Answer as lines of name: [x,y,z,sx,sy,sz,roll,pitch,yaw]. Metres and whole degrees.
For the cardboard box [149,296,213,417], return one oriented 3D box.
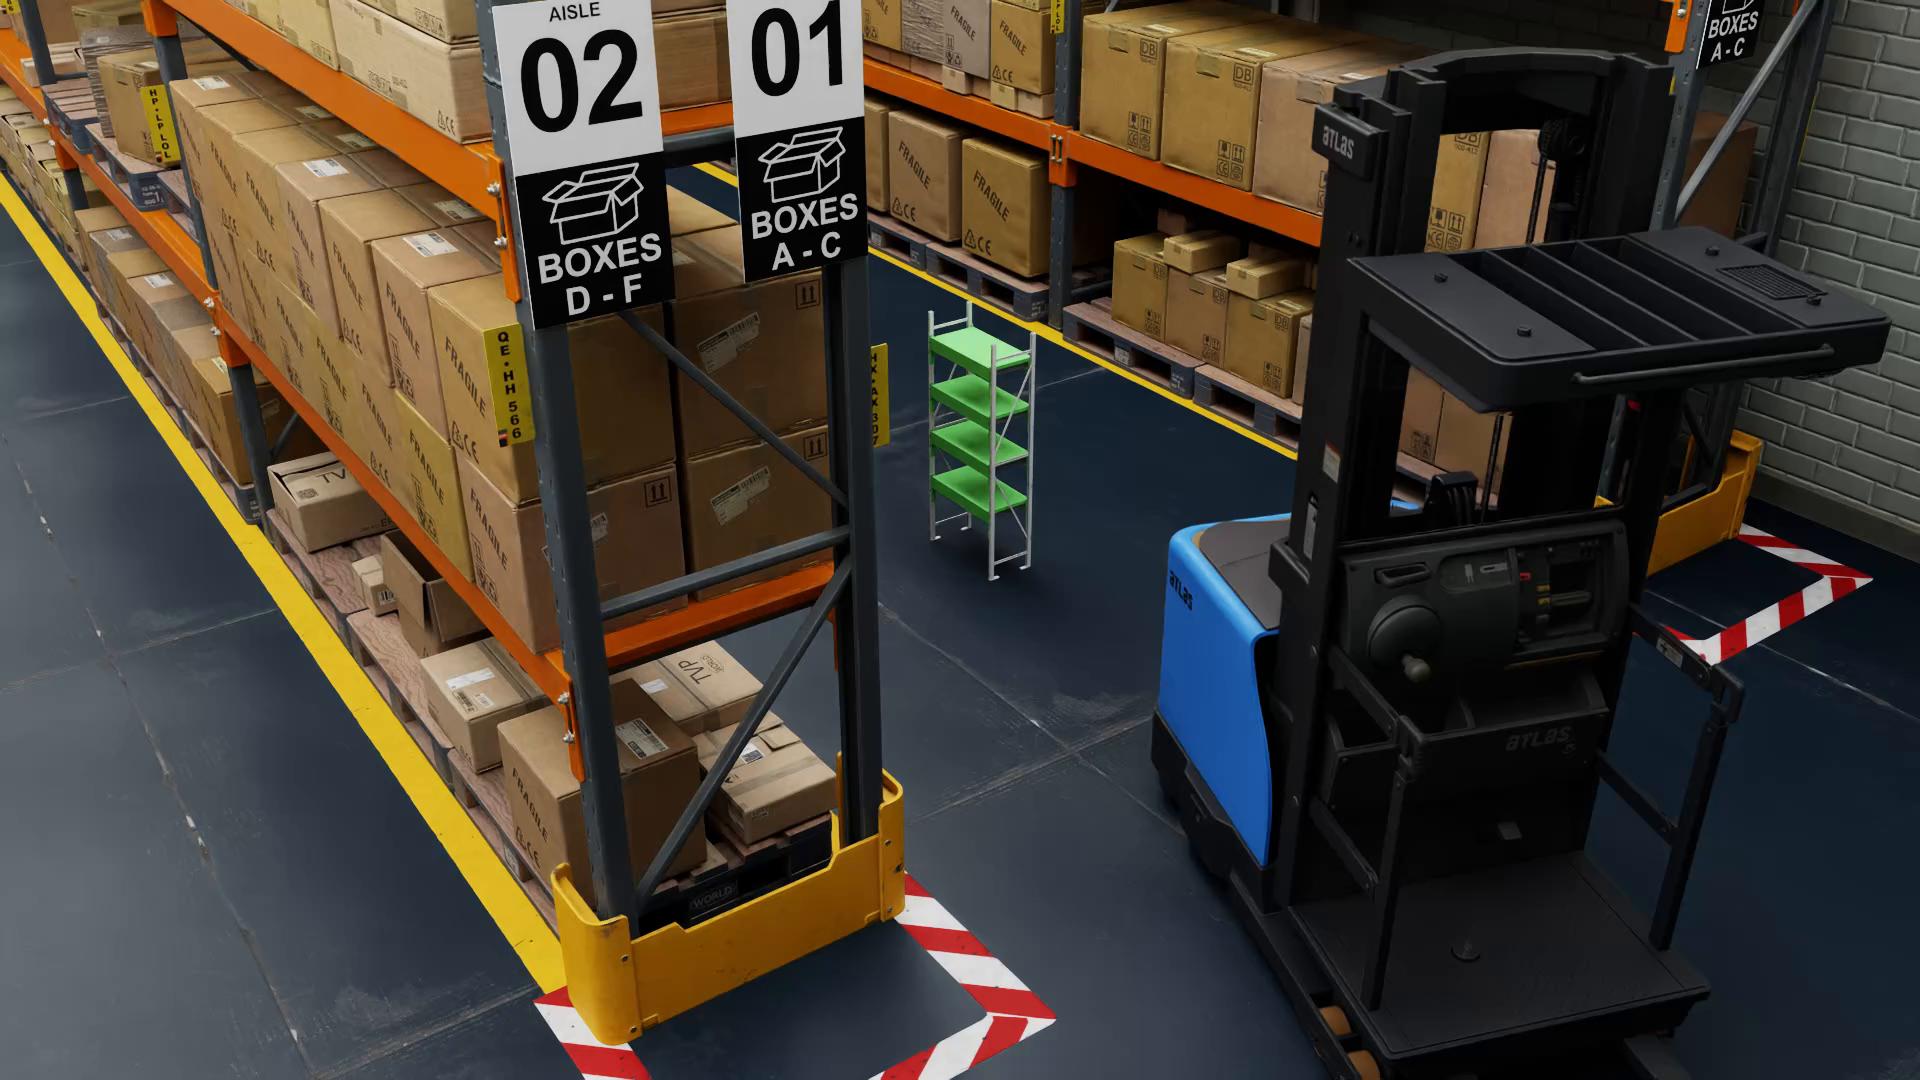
cardboard box: [-4.109,-1.048,9.195,0.500,0.500,0.500,-18,33,-30]

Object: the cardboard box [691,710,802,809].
cardboard box: [-0.807,0.801,6.140,0.380,0.166,0.250,-19,34,-31]

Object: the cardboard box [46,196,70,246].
cardboard box: [-6.145,-2.319,11.817,0.500,0.250,0.500,-19,34,-31]

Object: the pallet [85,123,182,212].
pallet: [-4.208,-2.167,9.298,1.003,0.211,1.213,-19,34,-31]

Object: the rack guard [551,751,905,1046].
rack guard: [-0.743,1.173,5.566,1.175,0.500,0.348,-19,34,-31]

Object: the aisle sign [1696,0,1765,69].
aisle sign: [3.131,-2.300,6.618,0.394,0.787,0.004,-19,34,-31]

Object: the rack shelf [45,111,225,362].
rack shelf: [-4.179,-1.912,9.382,1.077,0.370,4.000,-19,34,-31]

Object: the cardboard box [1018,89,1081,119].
cardboard box: [0.587,-2.775,10.459,0.380,0.149,0.250,-18,34,-30]

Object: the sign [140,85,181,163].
sign: [-3.469,-1.805,7.217,0.100,0.325,0.005,-19,34,-31]

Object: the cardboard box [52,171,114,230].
cardboard box: [-5.844,-2.364,11.314,0.500,0.311,0.500,-18,33,-29]

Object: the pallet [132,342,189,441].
pallet: [-4.234,-1.006,9.881,1.003,0.211,1.213,-19,34,-31]

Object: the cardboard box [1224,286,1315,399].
cardboard box: [1.949,-1.194,9.485,0.700,0.500,0.500,-18,33,-30]

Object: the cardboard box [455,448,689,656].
cardboard box: [-1.180,-0.039,5.073,0.500,0.500,0.500,-18,33,-29]

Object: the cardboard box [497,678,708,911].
cardboard box: [-1.215,0.866,5.671,0.500,0.500,0.500,-19,34,-31]

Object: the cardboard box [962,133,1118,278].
cardboard box: [0.531,-2.280,11.118,0.750,0.750,0.750,-18,33,-30]

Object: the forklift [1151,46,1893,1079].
forklift: [1.626,0.228,4.759,1.130,2.935,3.031,-7,29,-13]

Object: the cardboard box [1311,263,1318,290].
cardboard box: [2.199,-1.482,9.335,0.380,0.149,0.250,-19,34,-31]

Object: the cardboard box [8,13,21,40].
cardboard box: [-6.922,-4.097,12.546,0.500,0.500,0.500,-16,32,-27]

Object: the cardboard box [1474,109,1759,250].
cardboard box: [3.030,-1.596,7.731,0.980,0.700,0.700,-17,33,-28]

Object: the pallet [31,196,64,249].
pallet: [-6.489,-2.585,12.789,1.003,0.211,1.213,-19,34,-31]

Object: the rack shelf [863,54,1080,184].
rack shelf: [-0.146,-3.285,11.910,1.077,0.370,4.000,-19,34,-31]

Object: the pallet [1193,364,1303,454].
pallet: [2.103,-0.806,9.514,1.003,0.211,1.213,-19,34,-31]

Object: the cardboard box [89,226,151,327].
cardboard box: [-5.000,-1.643,10.290,0.500,0.500,0.500,-20,34,-32]

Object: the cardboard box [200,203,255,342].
cardboard box: [-2.945,-1.221,7.251,0.500,0.500,0.500,-18,33,-29]

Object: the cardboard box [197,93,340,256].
cardboard box: [-2.675,-1.473,6.666,0.500,0.500,0.500,-20,34,-32]

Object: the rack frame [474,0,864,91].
rack frame: [-0.699,-2.532,3.484,1.000,3.000,0.127,-19,34,-31]

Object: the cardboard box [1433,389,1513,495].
cardboard box: [2.847,-0.599,8.390,0.700,0.500,0.500,-19,34,-31]

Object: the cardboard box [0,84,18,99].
cardboard box: [-7.623,-3.554,13.505,0.500,0.311,0.500,-19,34,-30]

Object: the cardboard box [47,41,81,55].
cardboard box: [-6.125,-3.376,11.586,0.380,0.149,0.250,-16,32,-27]

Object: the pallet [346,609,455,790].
pallet: [-1.910,0.516,7.078,1.003,0.211,1.213,-19,34,-31]

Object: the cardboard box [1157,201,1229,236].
cardboard box: [1.442,-1.987,10.265,0.380,0.149,0.250,-19,34,-31]

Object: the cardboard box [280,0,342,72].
cardboard box: [-1.793,-1.663,5.183,0.500,0.250,0.500,-19,34,-31]

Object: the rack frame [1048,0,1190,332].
rack frame: [1.014,-2.824,10.306,1.000,3.000,0.127,-19,34,-31]

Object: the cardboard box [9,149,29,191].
cardboard box: [-7.029,-2.912,12.910,0.500,0.250,0.500,-20,34,-32]

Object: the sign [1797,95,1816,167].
sign: [3.790,-1.835,7.496,0.100,0.325,0.005,-19,34,-31]

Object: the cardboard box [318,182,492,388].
cardboard box: [-1.779,-0.873,5.561,0.500,0.500,0.500,-18,33,-29]

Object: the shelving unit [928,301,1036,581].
shelving unit: [0.096,-0.463,7.845,0.258,1.200,0.503,-19,34,-31]

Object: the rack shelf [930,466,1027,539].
rack shelf: [0.096,-0.196,7.990,0.258,0.148,0.480,-19,34,-31]

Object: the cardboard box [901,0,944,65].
cardboard box: [-0.048,-3.510,11.133,0.500,0.500,0.500,-19,34,-31]

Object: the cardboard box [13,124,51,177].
cardboard box: [-6.730,-2.957,12.405,0.500,0.311,0.500,-18,33,-29]

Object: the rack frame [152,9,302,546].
rack frame: [-3.019,-1.451,7.779,1.000,3.000,0.127,-19,34,-31]

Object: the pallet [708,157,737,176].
pallet: [-1.758,-3.458,14.395,1.003,0.211,1.213,-19,34,-31]

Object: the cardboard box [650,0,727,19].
cardboard box: [-0.785,-1.640,4.616,0.500,0.250,0.500,-19,34,-31]

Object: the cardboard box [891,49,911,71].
cardboard box: [-0.259,-3.388,11.587,0.380,0.149,0.250,-18,33,-29]

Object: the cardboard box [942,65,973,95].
cardboard box: [0.107,-3.066,10.995,0.380,0.149,0.250,-19,34,-31]

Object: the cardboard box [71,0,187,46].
cardboard box: [-4.882,-3.021,10.125,0.500,0.500,0.700,19,34,30]

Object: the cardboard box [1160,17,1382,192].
cardboard box: [1.734,-2.455,9.313,0.980,0.700,0.700,-20,34,-32]

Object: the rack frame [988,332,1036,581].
rack frame: [0.238,-0.368,7.670,0.240,1.200,0.015,-19,34,-31]

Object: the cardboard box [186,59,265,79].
cardboard box: [-3.562,-2.175,8.568,0.700,0.500,0.500,-13,31,-23]

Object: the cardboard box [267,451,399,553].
cardboard box: [-2.952,-0.240,7.905,0.500,0.311,0.500,-19,34,-31]

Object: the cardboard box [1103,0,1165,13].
cardboard box: [0.952,-3.256,10.665,0.500,0.500,0.500,-20,34,-32]

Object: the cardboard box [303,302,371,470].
cardboard box: [-2.061,-0.631,6.164,0.500,0.500,0.500,-19,34,-31]

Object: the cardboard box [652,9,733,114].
cardboard box: [-0.790,-1.418,4.733,0.500,0.250,0.500,-19,34,-31]
